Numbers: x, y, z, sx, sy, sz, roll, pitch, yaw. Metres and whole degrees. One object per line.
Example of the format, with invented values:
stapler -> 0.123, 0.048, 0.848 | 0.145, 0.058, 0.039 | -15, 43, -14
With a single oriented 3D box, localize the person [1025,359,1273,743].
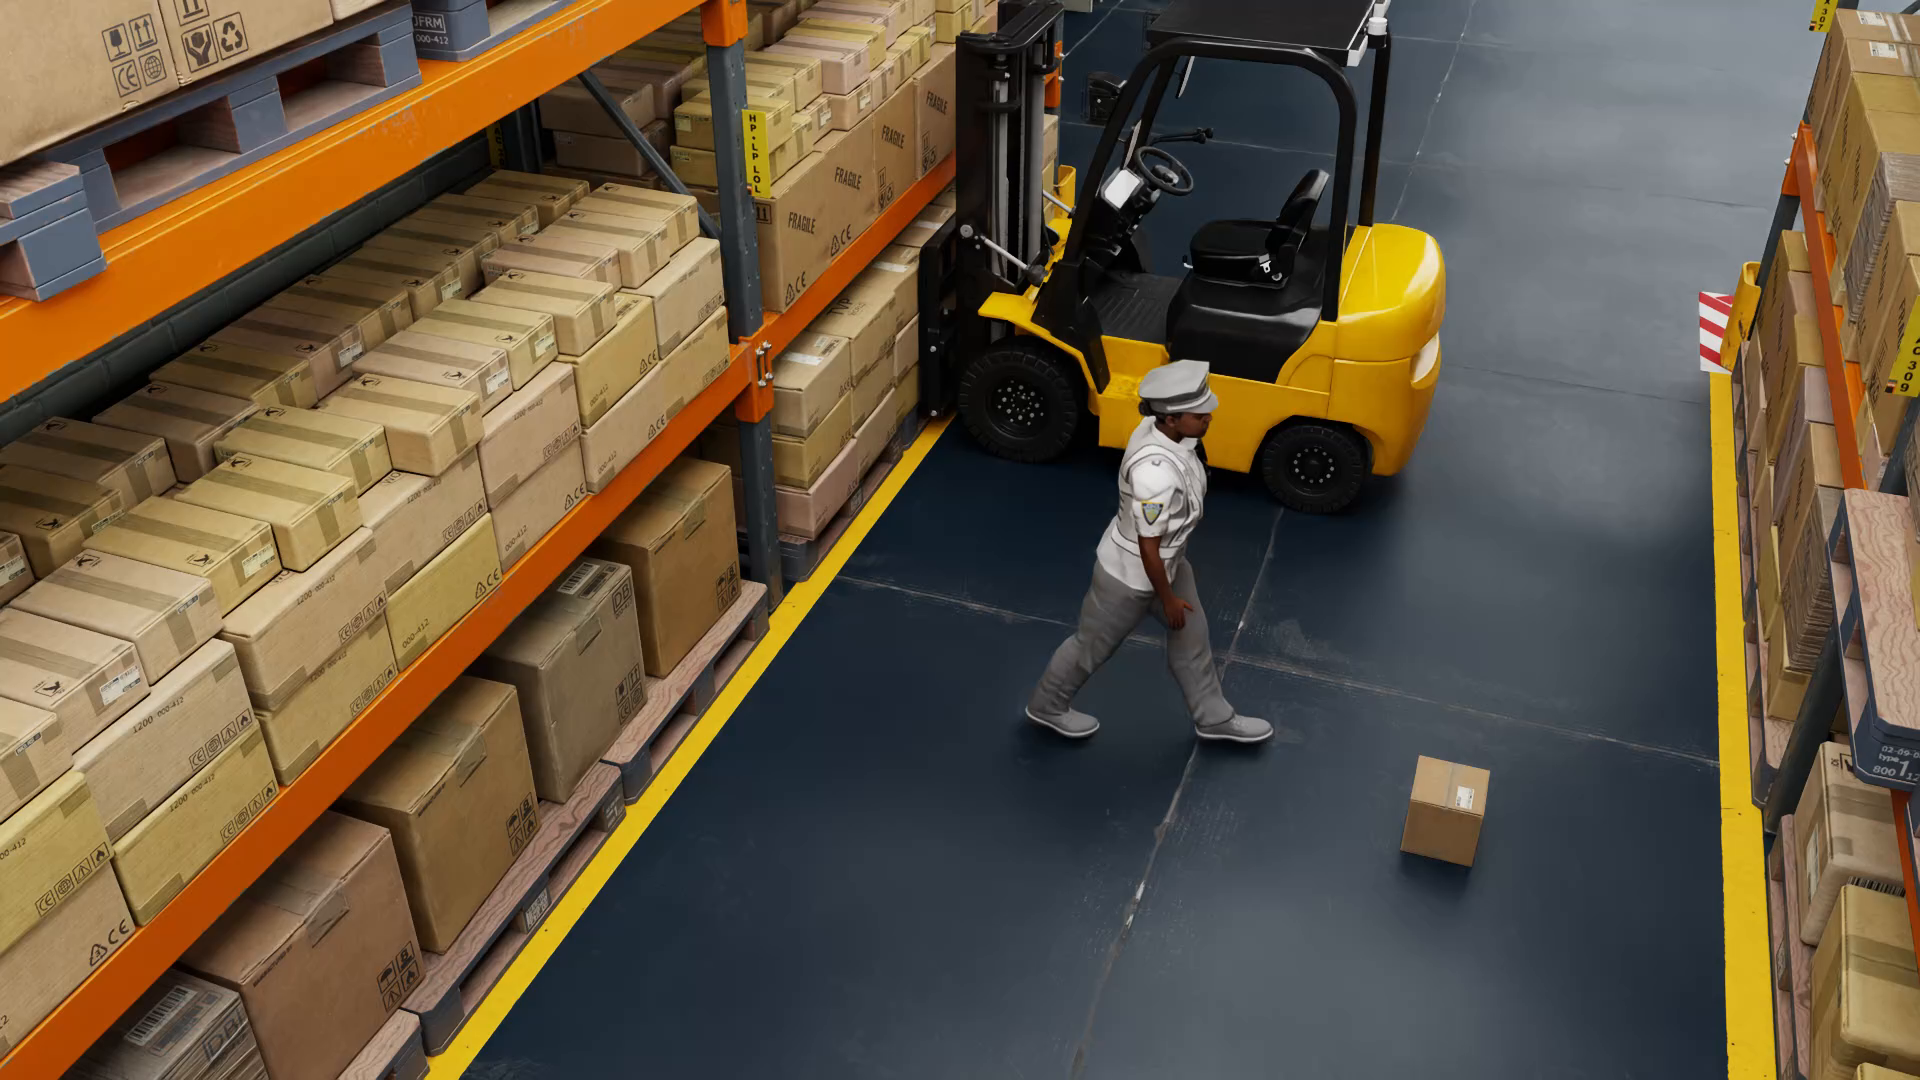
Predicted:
person -> 0.708, 0.091, 5.961 | 0.936, 1.627, 0.453 | 11, 35, 17
